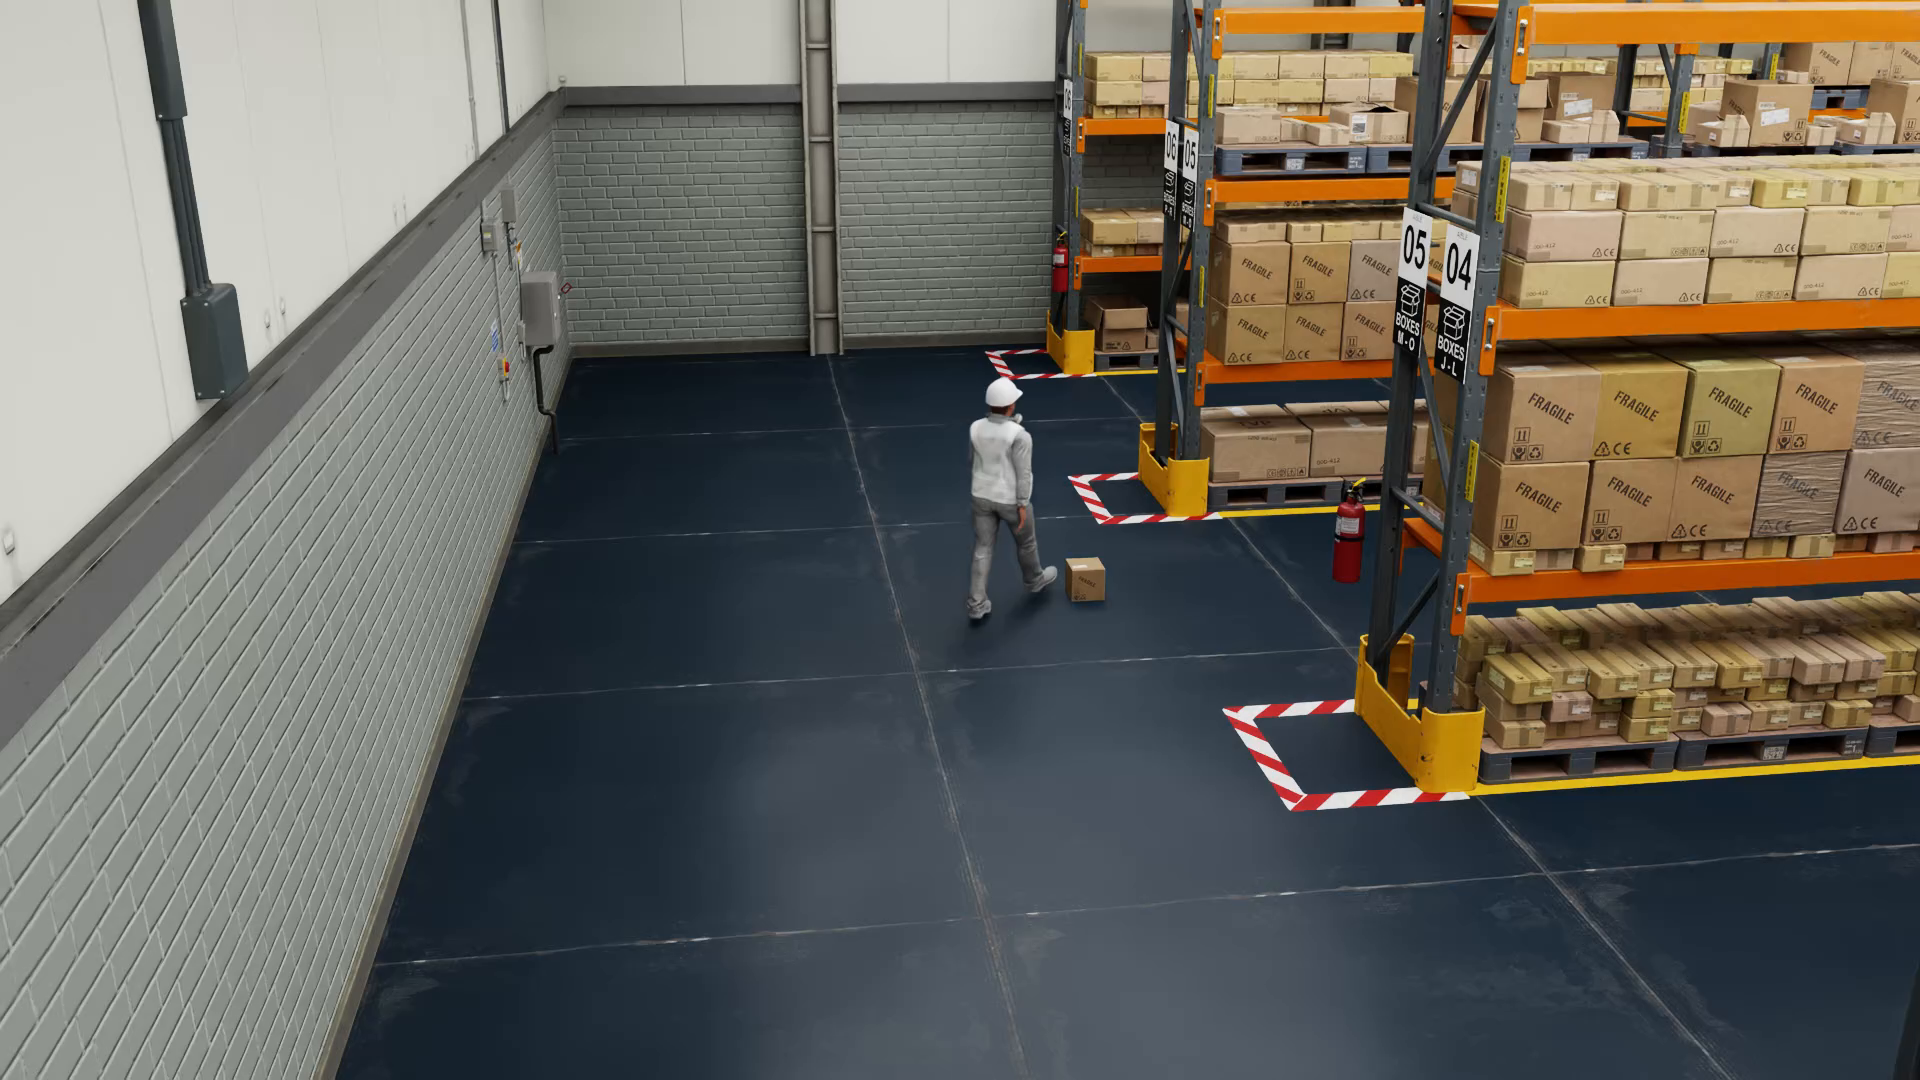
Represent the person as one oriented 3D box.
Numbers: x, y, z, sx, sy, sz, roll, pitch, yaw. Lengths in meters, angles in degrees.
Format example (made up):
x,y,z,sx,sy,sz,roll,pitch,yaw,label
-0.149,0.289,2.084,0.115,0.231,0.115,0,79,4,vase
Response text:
x,y,z,sx,sy,sz,roll,pitch,yaw,label
0.332,-0.358,12.016,0.553,1.722,0.983,9,22,23,person
